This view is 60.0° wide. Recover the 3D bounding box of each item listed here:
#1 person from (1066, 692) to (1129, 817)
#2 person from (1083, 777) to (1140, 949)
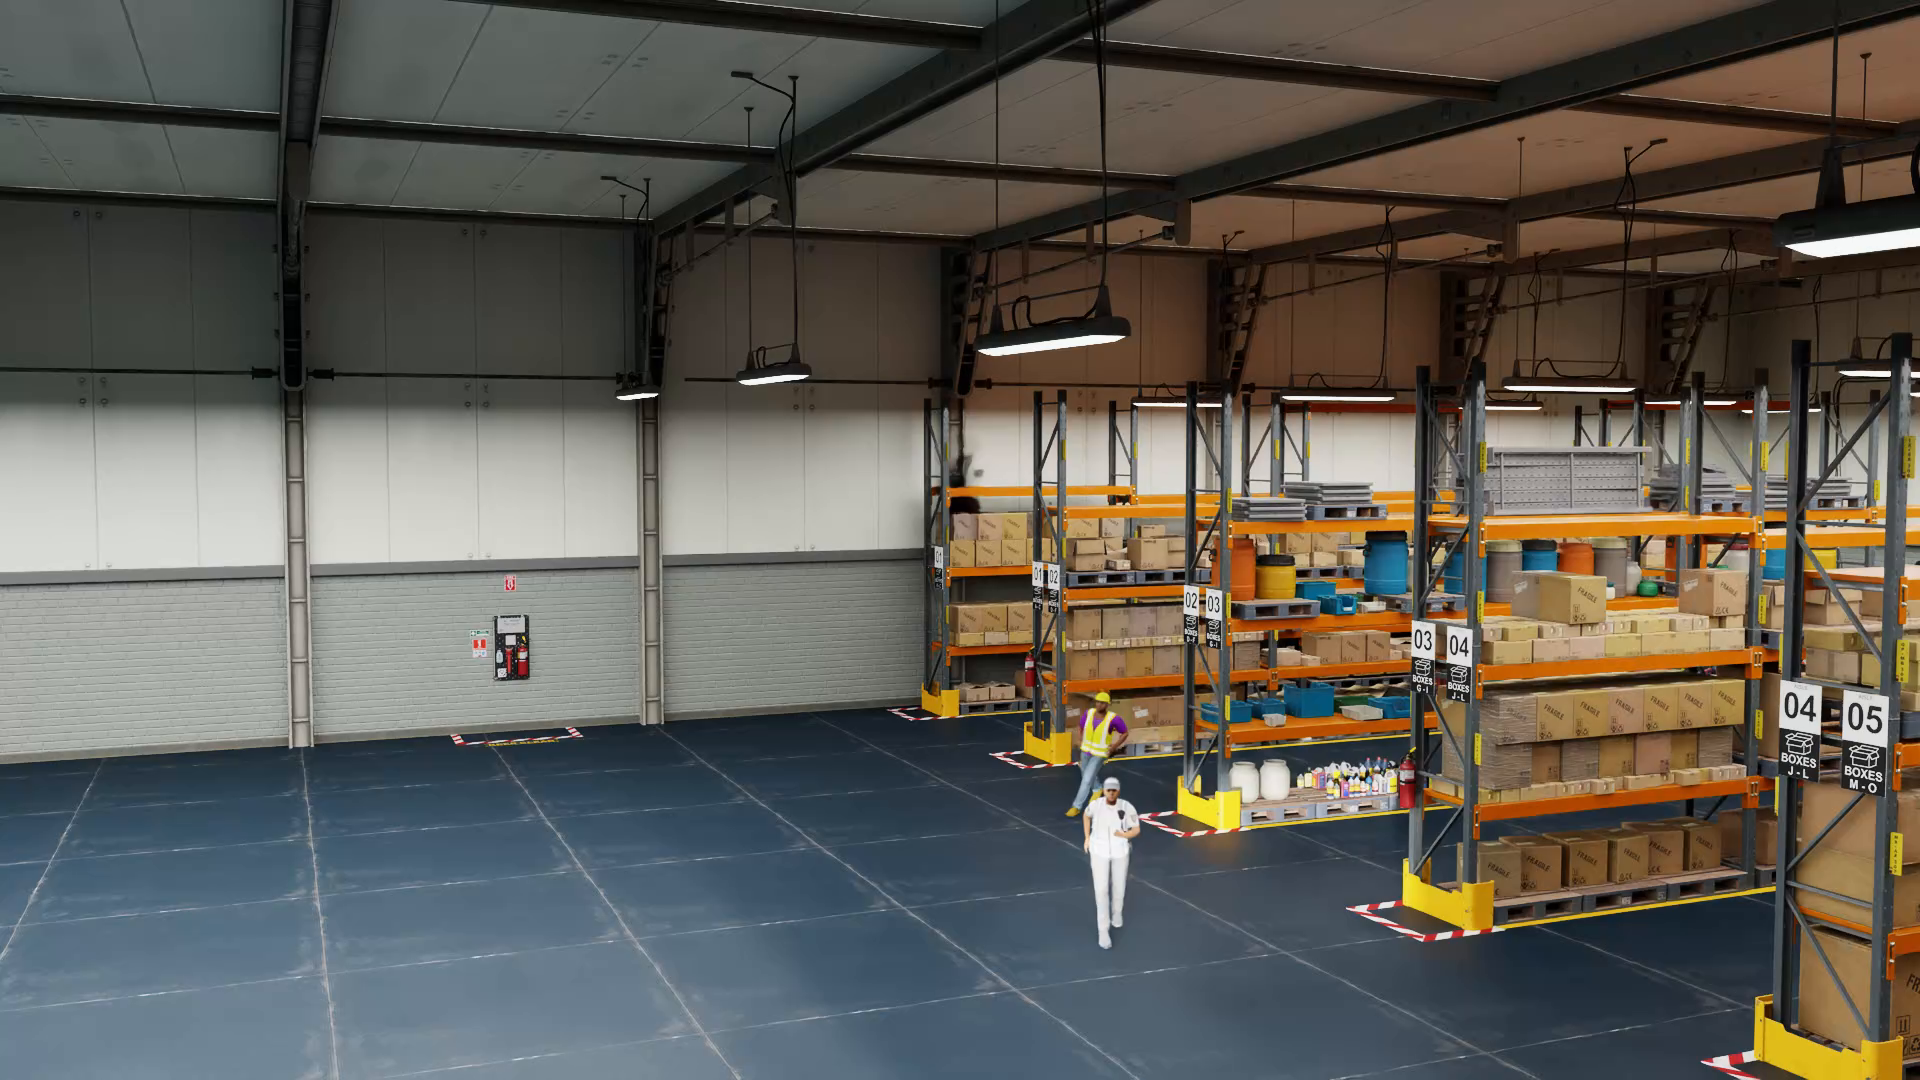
[{"bbox_3d":[1.942,2.949,23.044,0.706,1.726,0.926,3,4,37],"label":"person"},{"bbox_3d":[1.579,3.300,17.334,0.583,1.706,0.862,0,3,3],"label":"person"}]
